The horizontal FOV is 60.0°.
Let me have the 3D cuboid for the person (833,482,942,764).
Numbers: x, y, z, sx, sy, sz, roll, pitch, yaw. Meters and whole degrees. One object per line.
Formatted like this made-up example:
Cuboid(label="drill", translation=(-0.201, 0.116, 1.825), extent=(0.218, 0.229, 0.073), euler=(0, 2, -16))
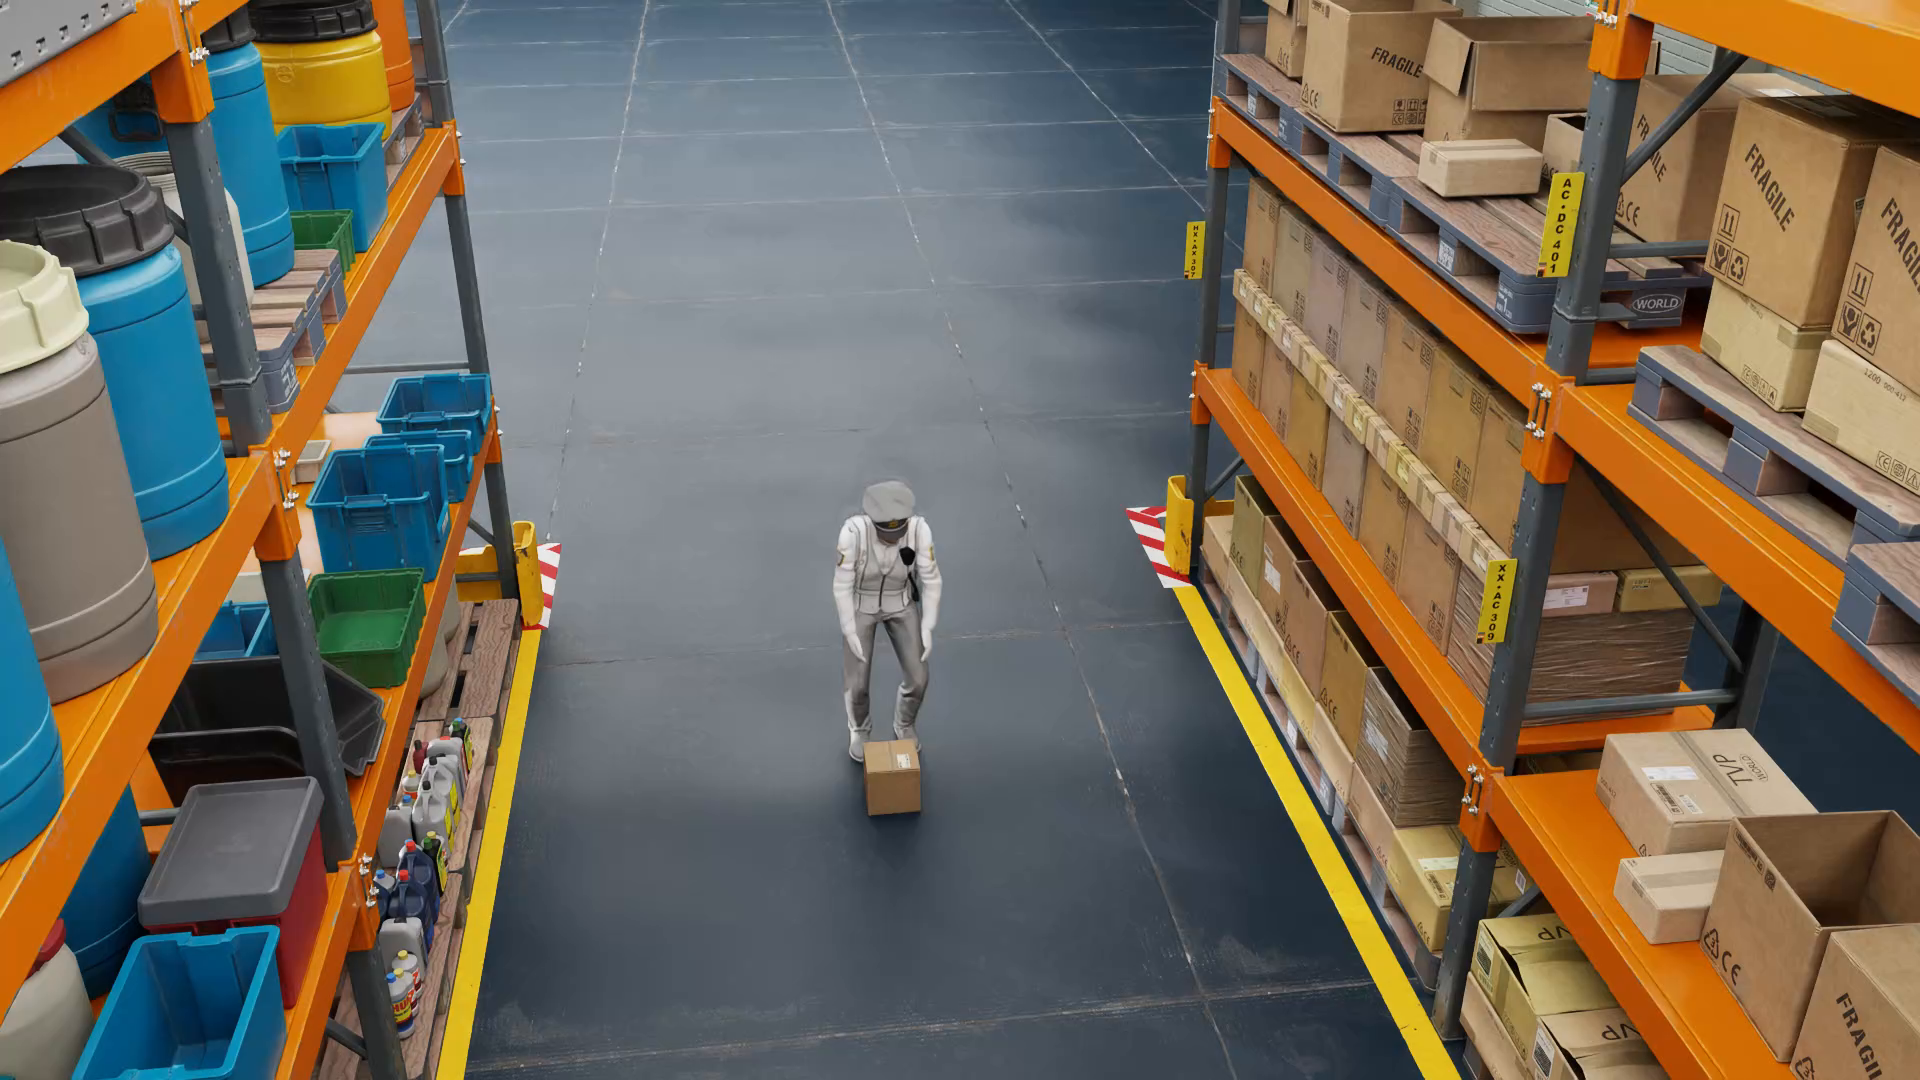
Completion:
Cuboid(label="person", translation=(-0.348, 0.379, 8.053), extent=(0.526, 1.522, 0.591), euler=(-3, 28, -6))
